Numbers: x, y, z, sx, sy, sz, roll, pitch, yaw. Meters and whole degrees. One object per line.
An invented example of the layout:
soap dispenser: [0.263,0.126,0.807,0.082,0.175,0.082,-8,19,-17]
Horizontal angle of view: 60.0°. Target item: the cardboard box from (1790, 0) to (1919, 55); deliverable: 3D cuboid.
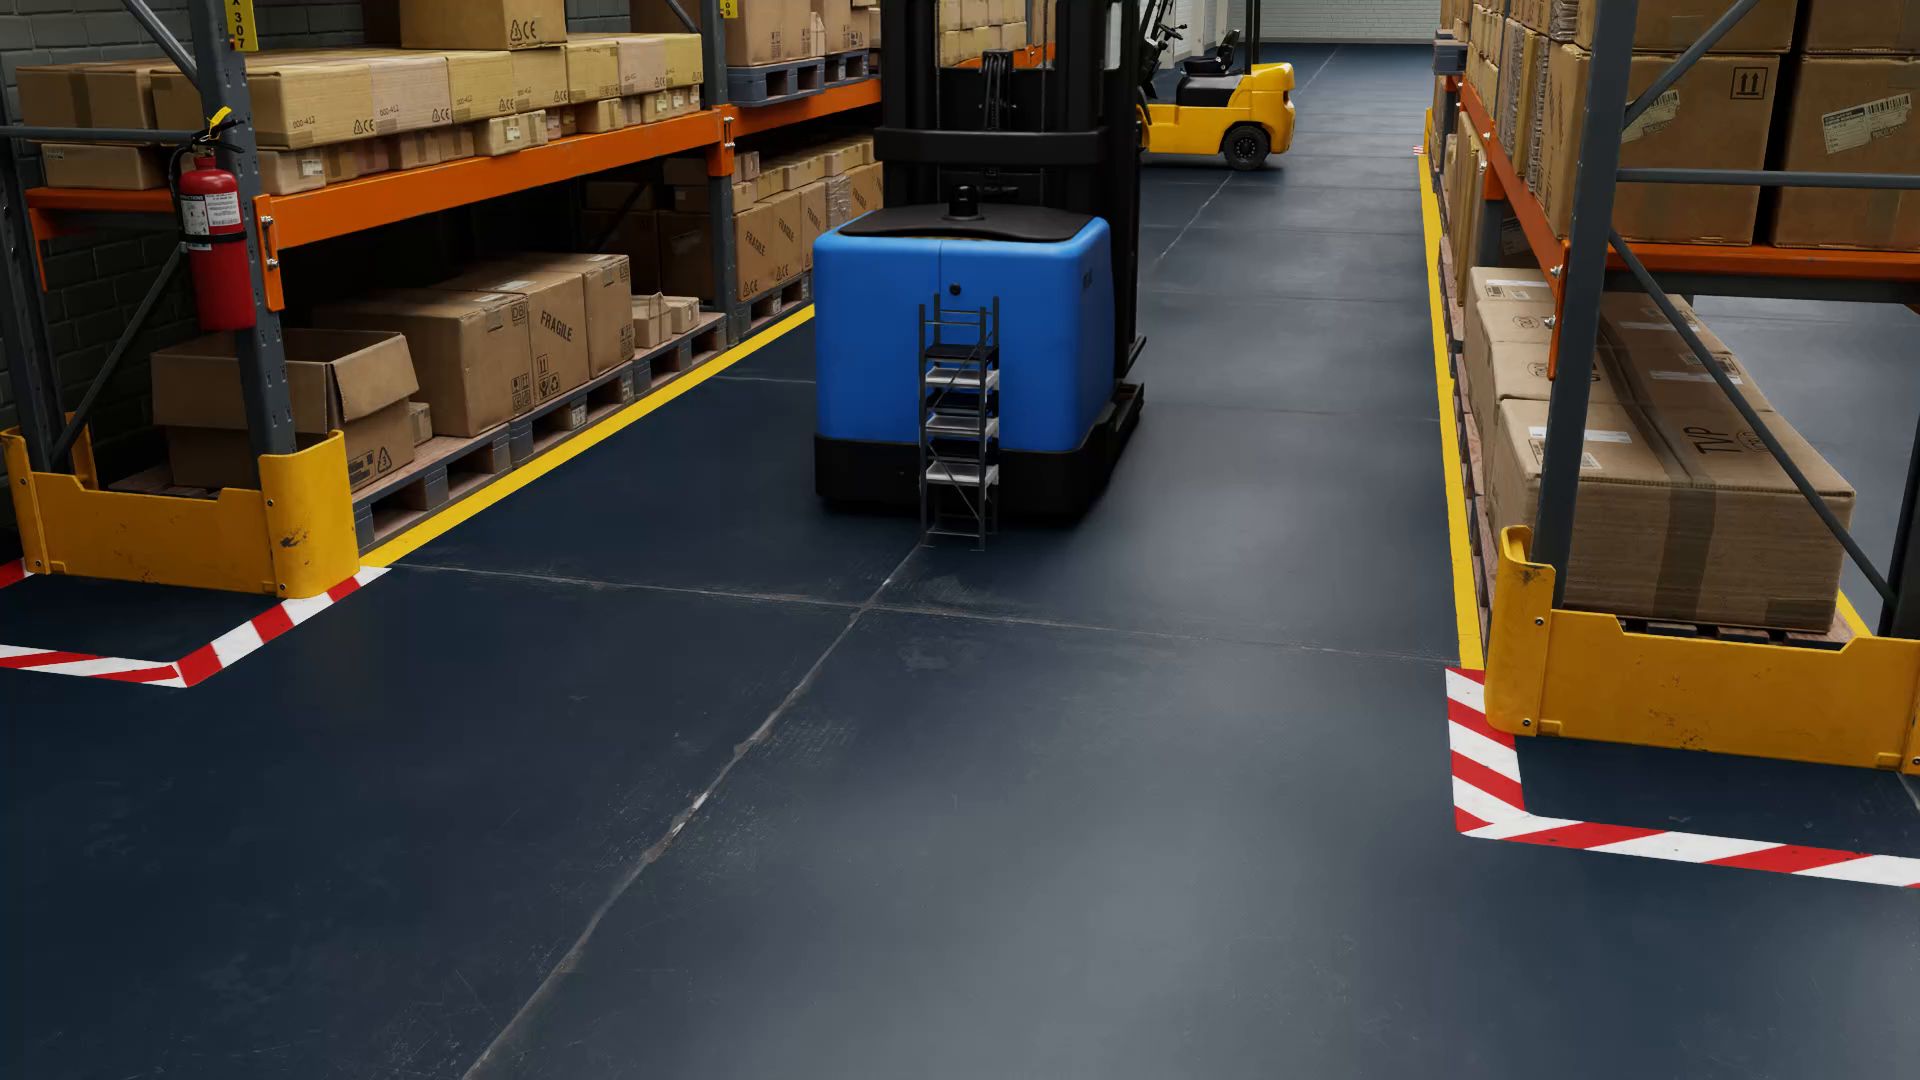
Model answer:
cardboard box: [2.478,-1.549,4.381,0.500,0.500,0.500,4,19,12]

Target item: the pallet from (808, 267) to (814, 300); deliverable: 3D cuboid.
pallet: [-1.294,-1.867,11.328,1.003,0.211,1.213,5,19,13]

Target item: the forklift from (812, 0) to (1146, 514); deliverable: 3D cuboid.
forklift: [0.259,-1.924,7.287,1.130,2.935,3.031,4,19,12]

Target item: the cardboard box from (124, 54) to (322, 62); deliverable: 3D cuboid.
cardboard box: [-2.748,-1.688,6.261,0.500,0.250,0.500,5,19,14]

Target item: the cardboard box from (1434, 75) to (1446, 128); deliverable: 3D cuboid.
cardboard box: [5.269,-4.609,17.484,0.500,0.500,0.500,5,19,14]

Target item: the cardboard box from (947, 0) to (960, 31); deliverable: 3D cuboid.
cardboard box: [-0.306,-4.241,13.423,0.500,0.250,0.500,5,20,15]

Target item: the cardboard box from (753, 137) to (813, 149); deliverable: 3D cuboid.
cardboard box: [-1.279,-2.817,12.010,0.380,0.149,0.250,5,19,14]

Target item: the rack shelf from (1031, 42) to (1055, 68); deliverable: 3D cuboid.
rack shelf: [0.691,-5.339,18.291,1.077,0.370,4.000,5,19,13]

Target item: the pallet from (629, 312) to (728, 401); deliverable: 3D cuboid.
pallet: [-1.921,-1.010,8.819,1.003,0.211,1.213,5,19,13]

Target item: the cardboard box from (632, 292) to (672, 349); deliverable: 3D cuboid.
cardboard box: [-1.691,-1.140,8.466,0.396,0.266,0.258,5,20,15]

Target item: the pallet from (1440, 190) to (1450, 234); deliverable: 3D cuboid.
pallet: [4.531,-2.715,13.808,1.003,0.211,1.213,5,19,13]

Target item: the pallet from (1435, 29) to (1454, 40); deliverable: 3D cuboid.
pallet: [4.688,-4.343,14.559,1.003,0.211,1.213,5,19,13]

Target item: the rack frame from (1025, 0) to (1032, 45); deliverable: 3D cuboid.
rack frame: [0.202,-5.053,16.340,1.000,3.000,0.127,5,19,13]

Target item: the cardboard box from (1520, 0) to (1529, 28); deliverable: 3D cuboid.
cardboard box: [2.445,-2.227,6.366,0.500,0.500,0.500,5,19,14]

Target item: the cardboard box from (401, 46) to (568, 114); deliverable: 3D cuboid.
cardboard box: [-2.010,-1.961,7.061,0.500,0.250,0.500,4,19,12]

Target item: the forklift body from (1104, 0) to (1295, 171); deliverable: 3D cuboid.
forklift body: [2.485,-5.166,17.986,2.313,2.155,1.214,5,19,13]

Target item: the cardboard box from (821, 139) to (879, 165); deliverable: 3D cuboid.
cardboard box: [-0.794,-2.780,11.900,0.380,0.149,0.250,4,19,12]

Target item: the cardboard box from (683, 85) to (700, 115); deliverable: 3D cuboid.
cardboard box: [-1.585,-2.306,8.688,0.380,0.149,0.250,5,19,14]

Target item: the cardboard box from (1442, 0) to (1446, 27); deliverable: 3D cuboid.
cardboard box: [5.362,-5.655,17.487,0.500,0.500,0.500,4,19,12]

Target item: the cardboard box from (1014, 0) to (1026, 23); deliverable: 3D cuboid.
cardboard box: [0.330,-5.044,15.773,0.500,0.250,0.500,4,19,12]

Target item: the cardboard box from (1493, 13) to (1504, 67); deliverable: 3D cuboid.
cardboard box: [2.934,-2.477,8.259,0.500,0.250,0.500,5,19,13]

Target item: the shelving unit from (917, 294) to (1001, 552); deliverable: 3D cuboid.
shelving unit: [-0.002,-0.423,6.035,0.258,0.900,0.210,5,19,13]

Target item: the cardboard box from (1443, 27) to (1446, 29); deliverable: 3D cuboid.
cardboard box: [5.412,-5.474,17.961,0.380,0.149,0.250,5,19,14]

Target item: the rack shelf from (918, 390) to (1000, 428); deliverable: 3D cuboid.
rack shelf: [-0.002,-0.477,6.016,0.258,0.077,0.200,5,19,13]

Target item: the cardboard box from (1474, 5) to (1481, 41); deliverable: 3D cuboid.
cardboard box: [3.548,-3.273,10.586,0.500,0.250,0.500,5,20,15]

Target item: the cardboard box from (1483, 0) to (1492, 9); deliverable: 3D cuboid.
cardboard box: [3.302,-3.318,9.560,0.500,0.500,0.500,5,19,14]

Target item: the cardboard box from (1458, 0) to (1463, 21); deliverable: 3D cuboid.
cardboard box: [3.996,-4.122,12.351,0.500,0.500,0.500,4,19,13]

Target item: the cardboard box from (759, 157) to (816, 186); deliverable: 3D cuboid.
cardboard box: [-1.149,-2.374,10.710,0.380,0.149,0.250,5,20,15]

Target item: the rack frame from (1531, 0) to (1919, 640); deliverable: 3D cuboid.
rack frame: [2.084,-0.901,4.184,1.000,3.000,0.127,5,19,13]

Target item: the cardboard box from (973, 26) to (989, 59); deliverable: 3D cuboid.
cardboard box: [-0.055,-4.329,14.454,0.500,0.250,0.500,5,20,15]

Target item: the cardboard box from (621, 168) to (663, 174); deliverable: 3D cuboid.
cardboard box: [-1.832,-2.166,10.102,0.380,0.149,0.250,5,19,14]

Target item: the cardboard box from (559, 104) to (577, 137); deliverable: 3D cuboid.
cardboard box: [-1.965,-1.905,7.514,0.380,0.149,0.250,5,19,14]

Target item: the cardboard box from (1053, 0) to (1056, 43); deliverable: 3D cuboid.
cardboard box: [0.798,-5.542,17.617,0.500,0.500,0.500,4,19,13]

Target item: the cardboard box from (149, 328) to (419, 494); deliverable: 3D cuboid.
cardboard box: [-2.488,-0.493,6.203,0.797,0.503,0.637,4,19,11]

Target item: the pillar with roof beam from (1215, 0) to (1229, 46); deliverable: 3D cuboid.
pillar with roof beam: [11.640,-18.061,45.144,9.100,9.000,0.400,5,19,13]

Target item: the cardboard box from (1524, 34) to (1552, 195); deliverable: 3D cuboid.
cardboard box: [2.199,-1.438,5.603,0.500,0.500,0.500,5,20,15]

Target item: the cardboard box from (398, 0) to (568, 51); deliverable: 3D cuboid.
cardboard box: [-1.992,-2.307,6.914,0.500,0.500,0.500,5,20,15]

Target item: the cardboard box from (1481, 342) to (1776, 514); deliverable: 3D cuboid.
cardboard box: [2.364,-0.389,6.001,0.875,0.438,0.875,5,20,15]

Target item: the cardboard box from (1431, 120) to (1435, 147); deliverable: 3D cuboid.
cardboard box: [5.396,-4.423,18.100,0.500,0.250,0.500,5,20,15]

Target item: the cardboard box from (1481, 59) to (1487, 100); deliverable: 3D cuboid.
cardboard box: [3.194,-2.560,9.274,0.500,0.250,0.500,4,19,12]

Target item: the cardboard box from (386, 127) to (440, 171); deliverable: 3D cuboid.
cardboard box: [-2.214,-1.497,6.318,0.380,0.149,0.250,5,20,15]

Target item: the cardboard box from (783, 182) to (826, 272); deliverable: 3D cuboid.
cardboard box: [-1.169,-2.019,10.675,0.500,0.500,0.500,4,19,12]

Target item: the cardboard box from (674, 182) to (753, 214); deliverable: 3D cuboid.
cardboard box: [-1.407,-1.959,9.498,0.380,0.149,0.250,6,20,16]

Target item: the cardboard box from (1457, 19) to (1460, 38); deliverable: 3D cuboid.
cardboard box: [3.974,-3.860,12.586,0.380,0.149,0.250,4,19,11]

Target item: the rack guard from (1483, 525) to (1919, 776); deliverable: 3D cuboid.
rack guard: [2.078,0.290,4.566,1.175,0.500,0.348,5,19,13]

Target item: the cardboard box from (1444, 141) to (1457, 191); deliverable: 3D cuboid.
cardboard box: [4.718,-3.227,14.410,0.950,0.372,0.625,6,20,17]

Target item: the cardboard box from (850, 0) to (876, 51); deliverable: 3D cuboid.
cardboard box: [-0.995,-3.520,11.044,0.797,0.503,0.637,4,19,12]

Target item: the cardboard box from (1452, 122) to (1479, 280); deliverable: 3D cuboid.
cardboard box: [3.568,-2.112,10.368,0.875,0.875,0.875,5,19,14]

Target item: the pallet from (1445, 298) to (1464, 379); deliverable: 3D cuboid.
pallet: [3.177,-1.083,9.031,1.003,0.211,1.213,5,19,13]
